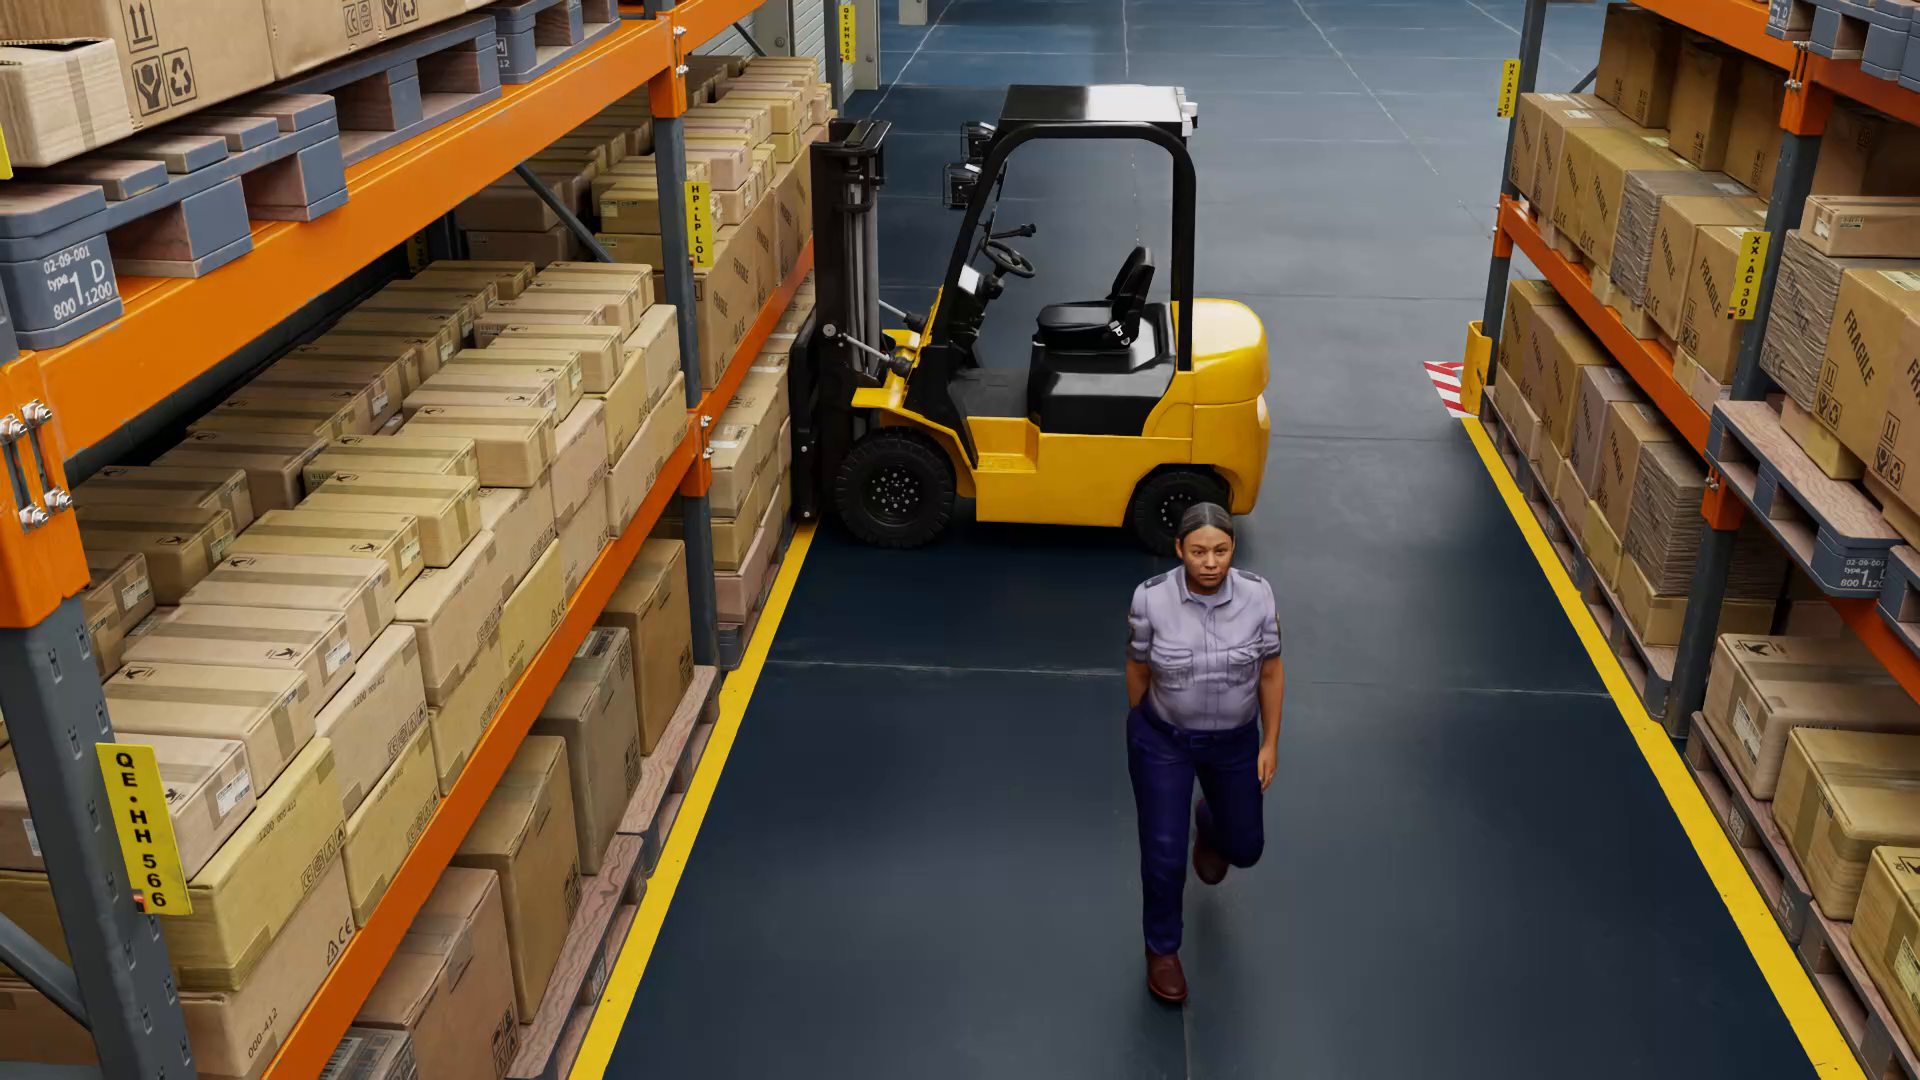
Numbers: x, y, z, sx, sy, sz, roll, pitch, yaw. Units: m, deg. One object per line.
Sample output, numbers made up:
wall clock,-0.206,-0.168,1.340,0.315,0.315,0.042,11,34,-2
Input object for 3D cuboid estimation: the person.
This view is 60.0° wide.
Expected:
person,0.752,0.600,5.281,0.484,1.628,0.683,-1,25,-3
